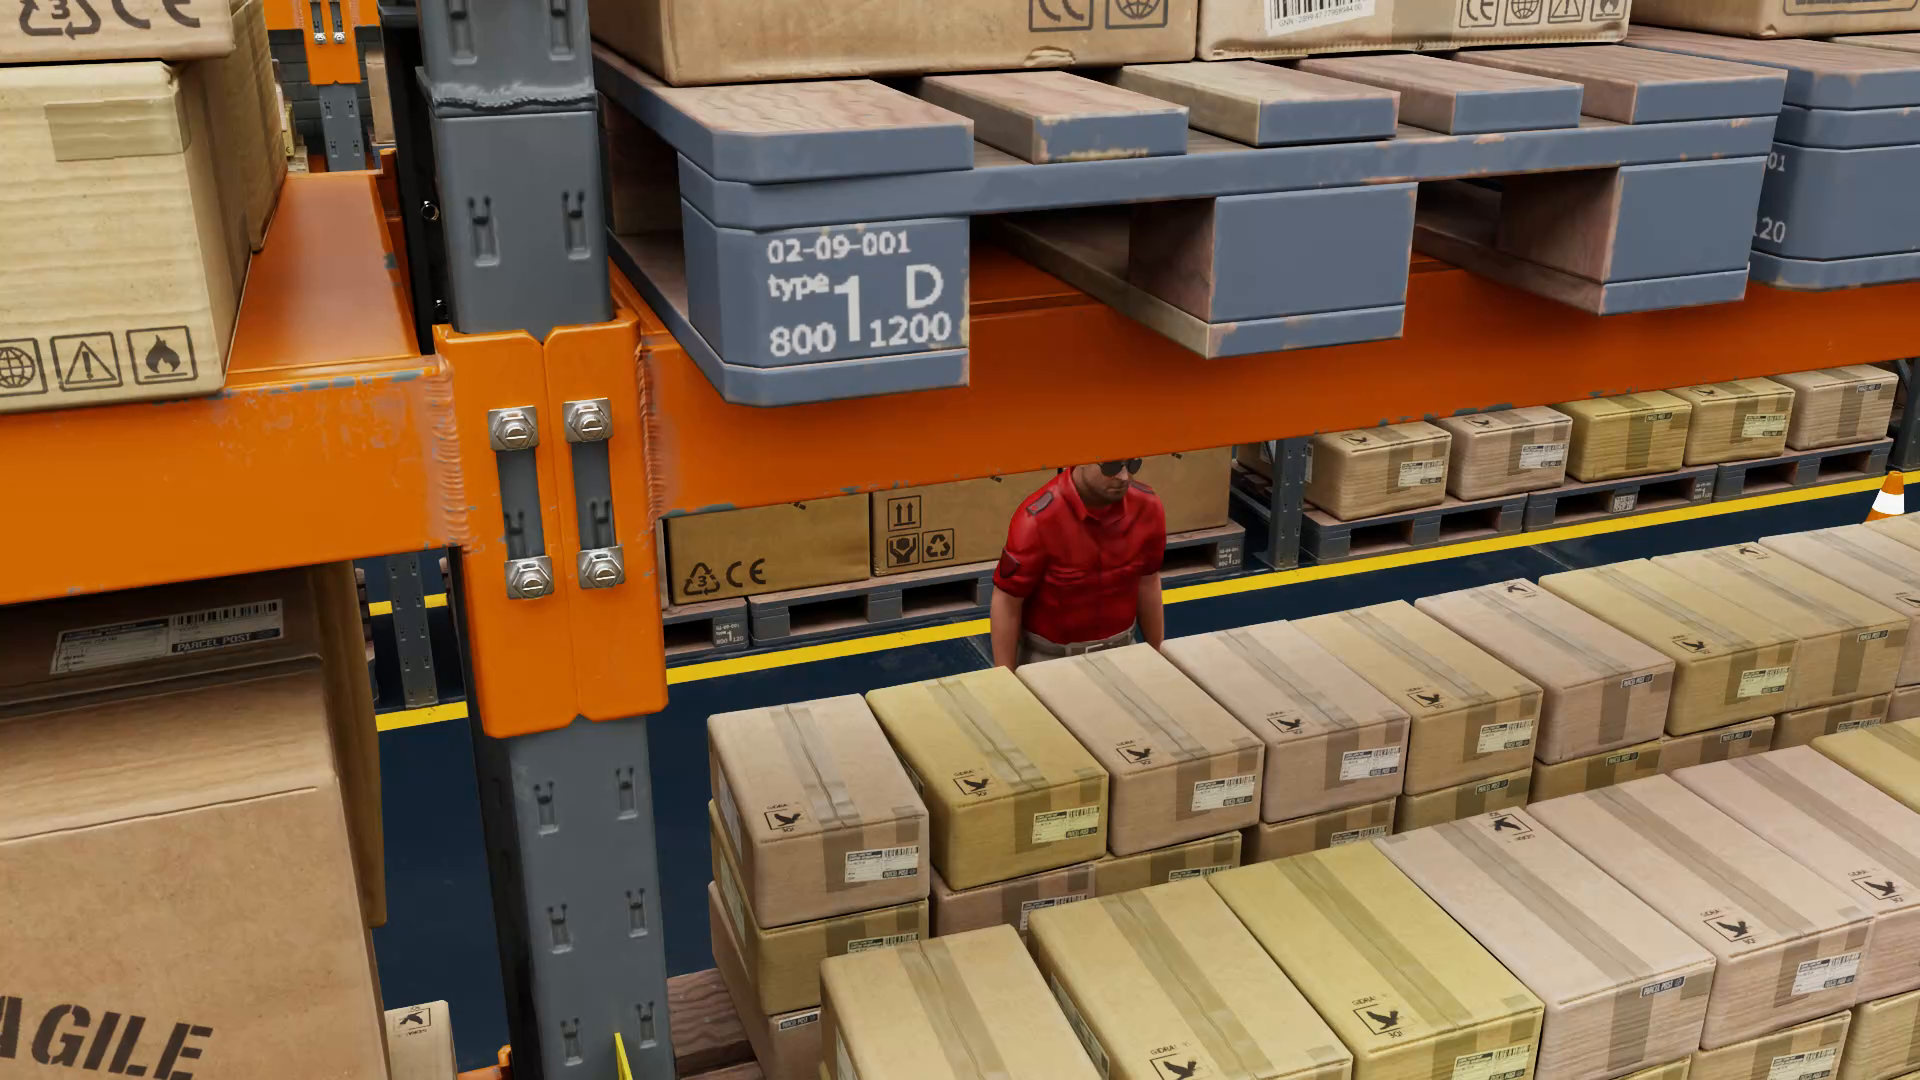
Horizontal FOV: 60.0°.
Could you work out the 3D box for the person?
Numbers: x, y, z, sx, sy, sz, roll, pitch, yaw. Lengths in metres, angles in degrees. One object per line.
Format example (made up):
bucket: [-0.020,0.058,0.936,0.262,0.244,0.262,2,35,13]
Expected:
person: [0.367,0.420,5.091,0.606,1.726,0.392,-10,24,-22]
